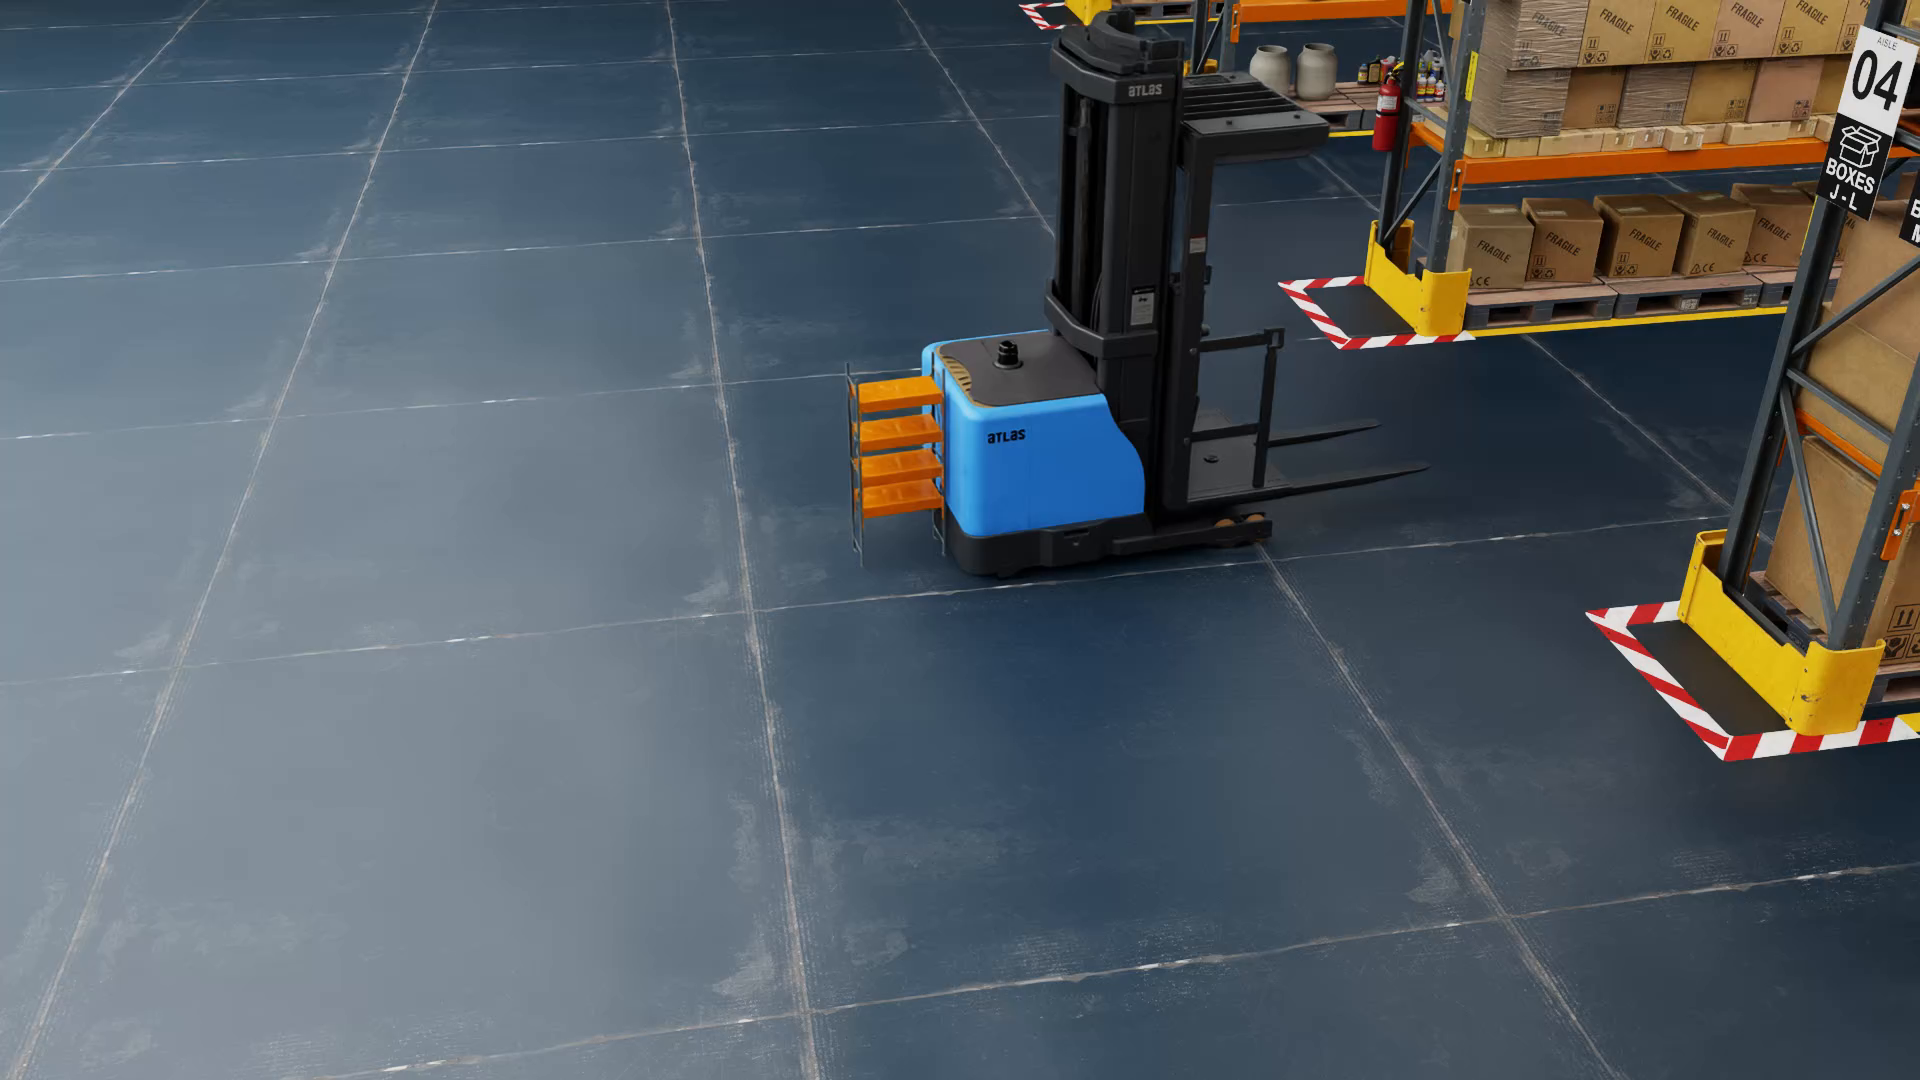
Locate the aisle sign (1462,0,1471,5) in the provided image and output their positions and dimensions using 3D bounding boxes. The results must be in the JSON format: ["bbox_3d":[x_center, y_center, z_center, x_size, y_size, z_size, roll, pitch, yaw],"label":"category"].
[{"bbox_3d":[3.435,-4.074,11.269,0.004,0.787,0.394,-5,31,-9],"label":"aisle sign"}]

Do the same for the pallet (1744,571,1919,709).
[{"bbox_3d":[5.008,0.464,8.868,1.213,0.211,1.003,-5,31,-9],"label":"pallet"}]

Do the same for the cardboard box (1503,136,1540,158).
[{"bbox_3d":[4.014,-2.921,12.120,0.250,0.149,0.380,-5,31,-9],"label":"cardboard box"}]

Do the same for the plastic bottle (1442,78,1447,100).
[{"bbox_3d":[5.024,-4.661,17.089,0.097,0.271,0.097,0,30,0],"label":"plastic bottle"}]

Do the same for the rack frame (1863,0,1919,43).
[{"bbox_3d":[4.235,-3.213,6.450,0.127,3.000,1.000,-5,31,-9],"label":"rack frame"}]

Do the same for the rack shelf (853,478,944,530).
[{"bbox_3d":[-0.355,-0.212,9.566,0.480,0.148,0.258,-9,32,-14],"label":"rack shelf"}]

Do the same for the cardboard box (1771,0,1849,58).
[{"bbox_3d":[5.999,-3.807,12.000,0.500,0.500,0.500,-5,31,-9],"label":"cardboard box"}]

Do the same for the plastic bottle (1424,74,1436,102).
[{"bbox_3d":[4.824,-4.642,17.058,0.097,0.271,0.097,0,30,0],"label":"plastic bottle"}]

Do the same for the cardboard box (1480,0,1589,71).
[{"bbox_3d":[4.032,-3.625,11.692,0.500,0.500,0.500,-5,31,-9],"label":"cardboard box"}]

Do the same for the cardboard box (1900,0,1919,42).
[{"bbox_3d":[6.983,-3.898,12.156,0.500,0.500,0.500,-5,31,-9],"label":"cardboard box"}]

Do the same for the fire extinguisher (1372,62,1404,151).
[{"bbox_3d":[3.246,-3.295,12.585,0.183,0.674,0.296,-5,31,-9],"label":"fire extinguisher"}]

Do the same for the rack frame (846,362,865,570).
[{"bbox_3d":[-0.589,-0.406,9.372,0.015,1.200,0.240,-9,32,-14],"label":"rack frame"}]

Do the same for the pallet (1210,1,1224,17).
[{"bbox_3d":[3.603,-7.047,21.640,1.213,0.211,1.003,-5,31,-9],"label":"pallet"}]

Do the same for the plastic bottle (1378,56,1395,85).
[{"bbox_3d":[4.530,-4.989,17.643,0.135,0.276,0.152,-5,31,-9],"label":"plastic bottle"}]

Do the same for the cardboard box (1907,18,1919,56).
[{"bbox_3d":[4.501,-2.235,7.481,0.250,0.149,0.380,-5,31,-9],"label":"cardboard box"}]

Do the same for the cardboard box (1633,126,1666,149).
[{"bbox_3d":[4.993,-3.025,12.298,0.250,0.149,0.380,-5,31,-9],"label":"cardboard box"}]

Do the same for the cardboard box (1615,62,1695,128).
[{"bbox_3d":[4.957,-3.446,12.374,0.500,0.500,0.875,-5,31,-9],"label":"cardboard box"}]

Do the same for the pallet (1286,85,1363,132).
[{"bbox_3d":[3.416,-4.478,17.272,1.213,0.211,1.003,-5,31,-9],"label":"pallet"}]

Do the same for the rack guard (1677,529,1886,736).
[{"bbox_3d":[4.212,0.453,8.601,0.348,0.500,1.175,-5,31,-9],"label":"rack guard"}]

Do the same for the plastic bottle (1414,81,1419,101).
[{"bbox_3d":[4.615,-4.619,17.006,0.133,0.283,0.061,-5,31,-8],"label":"plastic bottle"}]

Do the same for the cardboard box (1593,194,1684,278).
[{"bbox_3d":[5.260,-2.380,13.005,0.500,0.500,0.500,-3,31,-4],"label":"cardboard box"}]

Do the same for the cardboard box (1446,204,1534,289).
[{"bbox_3d":[4.059,-2.261,12.802,0.500,0.500,0.500,0,30,0],"label":"cardboard box"}]

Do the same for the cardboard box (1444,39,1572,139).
[{"bbox_3d":[3.987,-3.317,12.153,0.500,0.500,0.875,-5,31,-9],"label":"cardboard box"}]

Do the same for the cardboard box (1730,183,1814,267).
[{"bbox_3d":[6.413,-2.505,13.217,0.500,0.500,0.500,4,31,7],"label":"cardboard box"}]

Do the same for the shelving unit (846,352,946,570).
[{"bbox_3d":[-0.355,-0.442,9.432,0.503,1.200,0.258,-9,32,-14],"label":"shelving unit"}]

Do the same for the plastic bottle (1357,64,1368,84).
[{"bbox_3d":[4.277,-4.948,17.646,0.097,0.201,0.097,0,30,0],"label":"plastic bottle"}]

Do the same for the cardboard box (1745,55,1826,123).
[{"bbox_3d":[5.950,-3.511,12.484,0.500,0.500,0.875,-5,31,-9],"label":"cardboard box"}]

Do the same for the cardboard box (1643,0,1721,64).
[{"bbox_3d":[5.016,-3.714,11.843,0.500,0.500,0.500,-5,31,-9],"label":"cardboard box"}]

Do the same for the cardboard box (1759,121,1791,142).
[{"bbox_3d":[5.979,-3.110,12.442,0.250,0.149,0.380,-5,31,-9],"label":"cardboard box"}]

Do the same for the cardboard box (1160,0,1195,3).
[{"bbox_3d":[2.720,-7.029,21.158,0.500,0.250,0.500,-5,31,-9],"label":"cardboard box"}]

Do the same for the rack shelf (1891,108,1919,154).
[{"bbox_3d":[6.203,-1.792,7.703,4.000,0.370,1.077,-5,31,-9],"label":"rack shelf"}]

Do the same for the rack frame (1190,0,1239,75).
[{"bbox_3d":[2.549,-5.578,16.392,0.127,3.000,1.000,-5,31,-9],"label":"rack frame"}]

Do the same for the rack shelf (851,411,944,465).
[{"bbox_3d":[-0.355,-0.576,9.352,0.480,0.148,0.258,-9,32,-14],"label":"rack shelf"}]

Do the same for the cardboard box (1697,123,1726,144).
[{"bbox_3d":[5.480,-3.085,12.400,0.250,0.149,0.380,-5,31,-9],"label":"cardboard box"}]

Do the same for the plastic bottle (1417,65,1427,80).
[{"bbox_3d":[4.893,-4.931,17.617,0.097,0.201,0.097,0,30,0],"label":"plastic bottle"}]

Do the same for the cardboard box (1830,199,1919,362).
[{"bbox_3d":[4.607,-1.171,7.684,0.550,0.550,0.875,-5,31,-9],"label":"cardboard box"}]

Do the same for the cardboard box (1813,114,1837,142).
[{"bbox_3d":[6.487,-3.110,12.442,0.250,0.149,0.380,-5,31,-9],"label":"cardboard box"}]

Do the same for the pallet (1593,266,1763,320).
[{"bbox_3d":[5.519,-2.080,13.193,1.213,0.211,1.003,-5,31,-9],"label":"pallet"}]

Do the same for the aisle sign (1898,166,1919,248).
[{"bbox_3d":[4.220,-1.591,7.046,0.004,0.787,0.394,-5,31,-9],"label":"aisle sign"}]

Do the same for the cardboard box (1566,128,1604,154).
[{"bbox_3d":[4.505,-2.969,12.203,0.250,0.149,0.380,-5,31,-9],"label":"cardboard box"}]

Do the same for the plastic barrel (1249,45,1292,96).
[{"bbox_3d":[3.183,-4.785,17.083,0.421,0.512,0.421,0,30,0],"label":"plastic barrel"}]

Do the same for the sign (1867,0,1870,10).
[{"bbox_3d":[4.151,-2.539,7.468,0.005,0.325,0.100,-5,31,-9],"label":"sign"}]

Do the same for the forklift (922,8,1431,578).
[{"bbox_3d":[1.340,-1.464,9.463,3.031,2.935,1.130,-9,32,-14],"label":"forklift"}]

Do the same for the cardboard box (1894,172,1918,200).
[{"bbox_3d":[7.984,-2.631,13.412,0.500,0.500,0.700,-8,31,-13],"label":"cardboard box"}]

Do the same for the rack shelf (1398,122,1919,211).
[{"bbox_3d":[5.409,-2.981,12.685,4.000,0.370,1.077,-5,31,-9],"label":"rack shelf"}]

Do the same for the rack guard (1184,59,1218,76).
[{"bbox_3d":[2.616,-4.531,17.077,0.348,0.500,1.175,-5,31,-9],"label":"rack guard"}]

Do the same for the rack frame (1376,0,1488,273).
[{"bbox_3d":[3.441,-3.109,12.192,0.127,3.000,1.000,-5,31,-9],"label":"rack frame"}]

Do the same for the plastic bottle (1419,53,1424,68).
[{"bbox_3d":[4.828,-5.051,17.675,0.185,0.351,0.144,-4,31,-7],"label":"plastic bottle"}]
